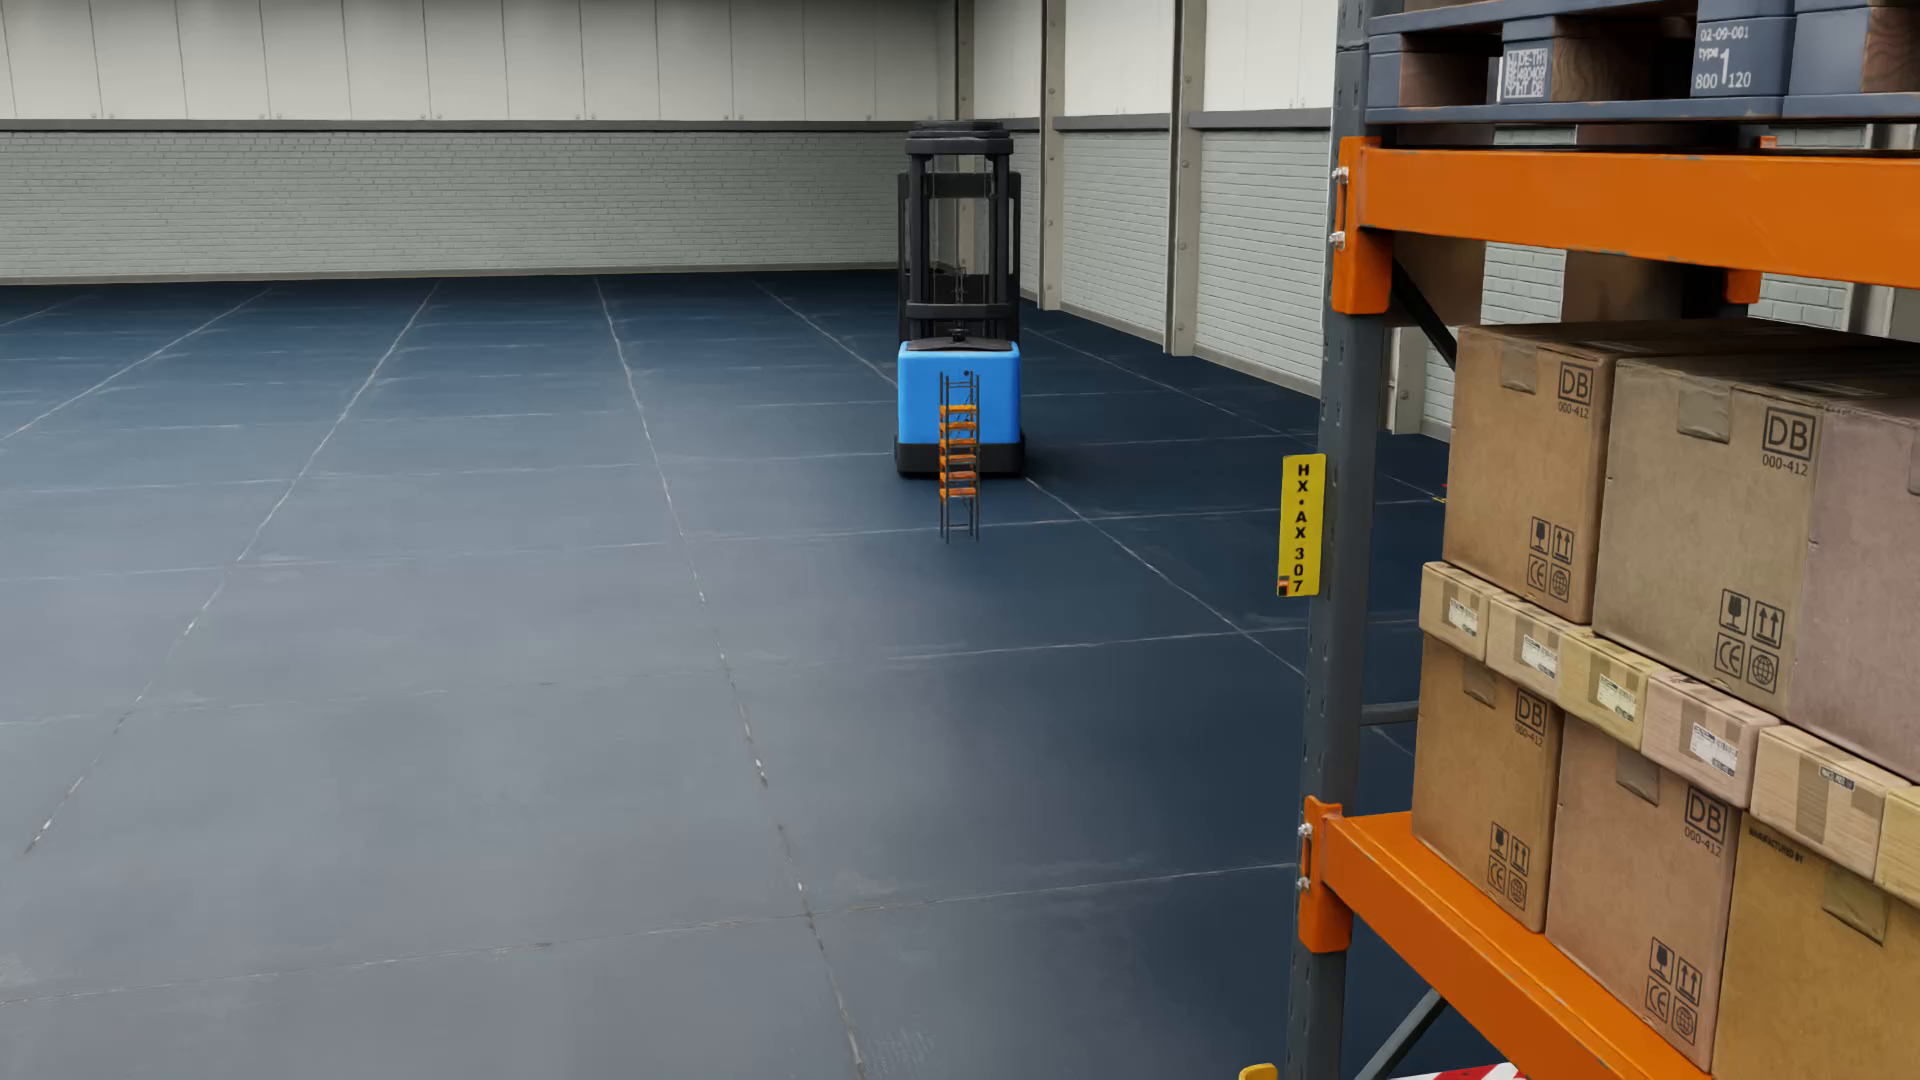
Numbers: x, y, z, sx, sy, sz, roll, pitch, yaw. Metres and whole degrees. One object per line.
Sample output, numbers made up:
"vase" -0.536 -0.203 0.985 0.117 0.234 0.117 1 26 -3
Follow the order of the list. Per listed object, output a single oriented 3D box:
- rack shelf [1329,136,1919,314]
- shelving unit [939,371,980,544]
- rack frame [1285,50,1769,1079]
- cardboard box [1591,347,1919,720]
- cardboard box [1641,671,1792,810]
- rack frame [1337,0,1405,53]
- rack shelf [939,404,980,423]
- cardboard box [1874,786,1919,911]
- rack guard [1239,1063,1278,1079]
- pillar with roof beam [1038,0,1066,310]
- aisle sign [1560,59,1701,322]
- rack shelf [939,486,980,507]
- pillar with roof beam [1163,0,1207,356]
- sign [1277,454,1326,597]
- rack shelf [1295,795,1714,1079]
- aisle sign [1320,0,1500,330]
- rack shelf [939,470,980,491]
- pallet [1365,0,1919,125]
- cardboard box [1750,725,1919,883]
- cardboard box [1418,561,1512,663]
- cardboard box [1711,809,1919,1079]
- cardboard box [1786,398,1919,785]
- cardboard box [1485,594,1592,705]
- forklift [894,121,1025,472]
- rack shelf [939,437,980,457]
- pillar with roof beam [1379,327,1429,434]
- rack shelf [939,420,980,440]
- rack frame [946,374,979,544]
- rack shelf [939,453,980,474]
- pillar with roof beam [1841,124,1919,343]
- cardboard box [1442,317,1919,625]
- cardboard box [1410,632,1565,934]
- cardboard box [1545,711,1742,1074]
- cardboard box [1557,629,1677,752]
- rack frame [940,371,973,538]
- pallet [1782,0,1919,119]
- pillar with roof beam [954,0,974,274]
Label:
"rack shelf" 1.779 -0.249 1.820 1.077 0.370 4.000 -3 14 -13
"shelving unit" -0.003 -0.586 11.798 0.258 1.200 0.189 -3 14 -13
"rack frame" 1.310 0.398 3.979 1.000 3.000 0.127 -3 14 -13
"cardboard box" 1.548 -0.039 2.824 0.700 0.500 0.500 -4 14 -15
"cardboard box" 1.372 0.313 2.747 0.380 0.149 0.250 -4 14 -14
"rack frame" 1.310 -2.517 3.267 1.000 3.000 0.127 -3 14 -13
"rack shelf" -0.003 -0.893 11.723 0.258 0.103 0.180 -3 14 -13
"cardboard box" 1.497 0.434 2.255 0.380 0.149 0.250 -3 14 -14
"rack guard" 1.304 1.606 4.298 1.175 0.500 0.348 -3 14 -13
"pillar with roof beam" -2.692 -7.977 25.617 9.100 9.000 0.400 -3 14 -13
"aisle sign" 1.580 -0.897 3.800 0.394 0.787 0.004 -3 14 -13
"rack shelf" -0.003 -0.310 11.866 0.258 0.103 0.180 -3 14 -13
"pillar with roof beam" -1.283 -6.593 19.952 9.100 9.000 0.400 -3 14 -13
"sign" 0.769 -0.032 3.746 0.100 0.325 0.005 -3 14 -13
"rack shelf" 1.779 1.209 2.176 1.077 0.370 4.000 -3 14 -13
"aisle sign" 0.997 -0.863 3.663 0.394 0.787 0.004 -3 14 -13
"rack shelf" -0.003 -0.426 11.837 0.258 0.103 0.180 -3 14 -13
"pallet" 1.451 -0.852 2.960 1.003 0.211 1.213 -3 14 -13
"cardboard box" 1.437 0.375 2.496 0.380 0.149 0.250 -4 14 -15
"cardboard box" 1.193 0.137 3.471 0.380 0.149 0.250 -3 14 -14
"cardboard box" 1.646 0.693 2.558 0.700 0.500 0.500 -3 14 -13
"cardboard box" 1.667 0.077 2.348 0.700 0.500 0.500 -3 14 -13
"cardboard box" 1.257 0.197 3.222 0.380 0.149 0.250 -4 14 -15
"forklift" -0.008 -2.285 15.106 1.130 2.935 3.031 0 14 0
"rack shelf" -0.003 -0.660 11.780 0.258 0.103 0.180 -3 14 -13
"pillar with roof beam" 0.126 -5.209 14.286 9.100 9.000 0.400 -3 14 -13
"rack shelf" -0.003 -0.776 11.752 0.258 0.103 0.180 -3 14 -13
"rack frame" 0.018 -0.565 11.712 0.240 1.200 0.006 -3 14 -13
"rack shelf" -0.003 -0.543 11.809 0.258 0.103 0.180 -3 14 -13
"pillar with roof beam" 1.535 -3.825 8.620 9.100 9.000 0.400 -3 14 -13
"cardboard box" 1.419 -0.160 3.319 0.700 0.500 0.500 -3 14 -13
"cardboard box" 1.407 0.458 3.523 0.700 0.500 0.500 -3 14 -13
"cardboard box" 1.535 0.578 3.029 0.700 0.500 0.500 -3 14 -12
"cardboard box" 1.314 0.255 2.986 0.380 0.149 0.250 -3 14 -13
"rack frame" -0.025 -0.607 11.885 0.240 1.200 0.006 -3 14 -13
"pallet" 1.741 -0.570 1.806 1.003 0.211 1.213 -3 14 -13
"pillar with roof beam" -4.101 -9.361 31.283 9.100 9.000 0.400 -3 14 -13
